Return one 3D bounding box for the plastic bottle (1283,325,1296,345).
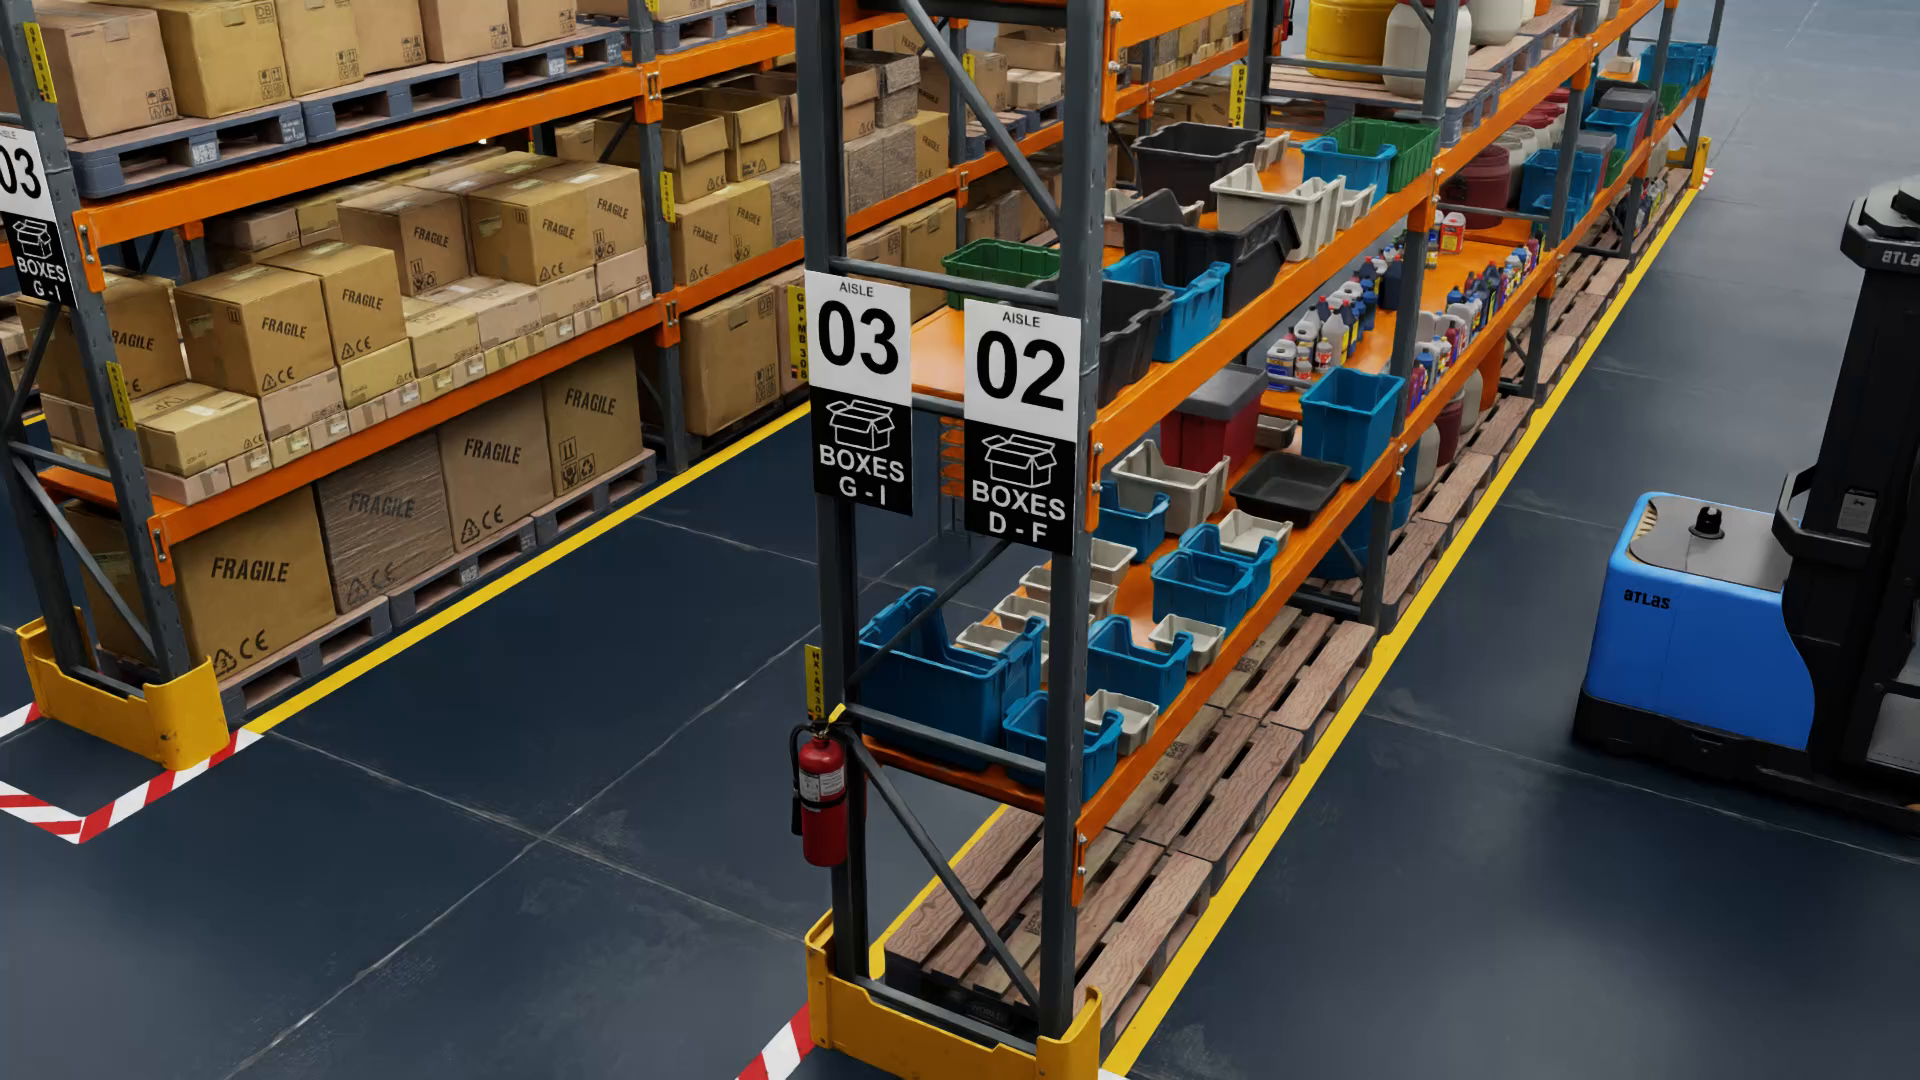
[{"bbox_3d":[1.917,-1.106,9.739,0.061,0.283,0.133,14,30,26],"label":"plastic bottle"}]

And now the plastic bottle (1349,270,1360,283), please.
[{"bbox_3d":[2.525,-1.588,10.701,0.061,0.283,0.133,14,30,26],"label":"plastic bottle"}]

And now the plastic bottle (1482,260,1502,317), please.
[{"bbox_3d":[3.394,-1.620,10.690,0.144,0.351,0.185,14,30,26],"label":"plastic bottle"}]

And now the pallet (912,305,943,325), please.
[{"bbox_3d":[-0.868,-1.945,14.400,1.003,0.211,1.213,14,30,26],"label":"pallet"}]

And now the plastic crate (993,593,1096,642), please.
[{"bbox_3d":[0.361,0.349,6.929,0.396,0.136,0.243,14,30,26],"label":"plastic crate"}]

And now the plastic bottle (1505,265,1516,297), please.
[{"bbox_3d":[3.645,-1.731,11.079,0.097,0.201,0.097,0,27,0],"label":"plastic bottle"}]

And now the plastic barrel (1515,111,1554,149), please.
[{"bbox_3d":[4.630,-3.233,13.705,0.433,0.535,0.433,0,27,0],"label":"plastic barrel"}]

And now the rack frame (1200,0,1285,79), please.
[{"bbox_3d":[3.521,-6.600,20.584,1.000,3.000,0.127,14,30,26],"label":"rack frame"}]

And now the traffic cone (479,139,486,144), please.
[{"bbox_3d":[-5.738,-4.965,20.151,0.336,0.463,0.334,14,30,26],"label":"traffic cone"}]

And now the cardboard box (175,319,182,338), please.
[{"bbox_3d":[-6.547,-1.740,13.592,0.380,0.149,0.250,15,30,27],"label":"cardboard box"}]

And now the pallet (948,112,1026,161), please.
[{"bbox_3d":[-0.156,-3.698,15.001,1.213,0.211,1.003,14,30,26],"label":"pallet"}]

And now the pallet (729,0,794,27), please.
[{"bbox_3d":[-1.232,-4.040,12.331,1.003,0.211,1.213,16,31,28],"label":"pallet"}]

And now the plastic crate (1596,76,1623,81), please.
[{"bbox_3d":[6.174,-4.375,16.306,0.499,0.251,0.616,14,30,26],"label":"plastic crate"}]

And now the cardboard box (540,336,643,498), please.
[{"bbox_3d":[-2.776,-0.922,11.145,0.875,0.875,0.875,14,30,26],"label":"cardboard box"}]

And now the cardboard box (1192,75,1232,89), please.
[{"bbox_3d":[3.199,-5.431,20.571,0.500,0.500,0.500,21,33,35],"label":"cardboard box"}]

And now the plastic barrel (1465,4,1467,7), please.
[{"bbox_3d":[2.637,-3.285,9.582,0.600,0.901,0.708,14,30,26],"label":"plastic barrel"}]

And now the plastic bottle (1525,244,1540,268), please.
[{"bbox_3d":[3.998,-2.011,11.637,0.097,0.201,0.097,0,27,0],"label":"plastic bottle"}]

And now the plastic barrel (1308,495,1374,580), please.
[{"bbox_3d":[2.213,-0.291,9.855,0.600,0.901,0.708,14,30,26],"label":"plastic barrel"}]

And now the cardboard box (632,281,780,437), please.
[{"bbox_3d":[-2.085,-1.415,12.131,1.225,0.875,0.875,14,30,26],"label":"cardboard box"}]

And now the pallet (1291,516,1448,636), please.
[{"bbox_3d":[2.346,0.122,10.270,1.003,0.211,1.213,14,30,26],"label":"pallet"}]

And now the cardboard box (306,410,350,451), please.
[{"bbox_3d":[-3.510,-0.620,8.919,0.380,0.149,0.250,14,30,25],"label":"cardboard box"}]

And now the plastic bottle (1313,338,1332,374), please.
[{"bbox_3d":[2.140,-1.091,9.801,0.097,0.201,0.097,0,27,0],"label":"plastic bottle"}]

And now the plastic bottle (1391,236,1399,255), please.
[{"bbox_3d":[2.957,-1.930,11.385,0.061,0.283,0.133,14,30,26],"label":"plastic bottle"}]

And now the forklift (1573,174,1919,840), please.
[{"bbox_3d":[4.724,-0.116,7.707,3.031,2.935,1.130,14,30,26],"label":"forklift"}]

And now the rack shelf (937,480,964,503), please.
[{"bbox_3d":[0.007,-0.288,10.620,0.258,0.103,0.180,14,30,26],"label":"rack shelf"}]

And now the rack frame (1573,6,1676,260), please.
[{"bbox_3d":[5.866,-3.951,15.292,1.000,3.000,0.127,14,30,26],"label":"rack frame"}]

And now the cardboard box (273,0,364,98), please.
[{"bbox_3d":[-3.547,-2.603,8.555,0.700,0.500,0.500,12,29,23],"label":"cardboard box"}]

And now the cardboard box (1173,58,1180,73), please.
[{"bbox_3d":[2.154,-5.145,17.957,0.380,0.149,0.250,14,30,26],"label":"cardboard box"}]

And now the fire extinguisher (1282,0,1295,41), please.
[{"bbox_3d":[3.979,-6.509,20.488,0.296,0.674,0.183,14,30,26],"label":"fire extinguisher"}]

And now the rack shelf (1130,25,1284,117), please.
[{"bbox_3d":[2.537,-5.499,19.188,1.077,0.370,4.000,14,30,26],"label":"rack shelf"}]

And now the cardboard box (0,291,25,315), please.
[{"bbox_3d":[-7.378,-1.835,13.117,0.380,0.149,0.250,13,30,25],"label":"cardboard box"}]

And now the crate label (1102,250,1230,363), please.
[{"bbox_3d":[0.698,-0.837,5.887,0.408,0.251,0.502,14,30,26],"label":"crate label"}]

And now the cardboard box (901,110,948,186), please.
[{"bbox_3d":[-0.441,-3.280,13.841,0.500,0.500,0.500,15,30,28],"label":"cardboard box"}]

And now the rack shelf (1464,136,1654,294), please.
[{"bbox_3d":[4.882,-2.850,13.896,1.077,0.370,4.000,14,30,26],"label":"rack shelf"}]

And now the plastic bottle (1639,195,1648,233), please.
[{"bbox_3d":[6.624,-3.186,16.232,0.144,0.351,0.185,15,30,27],"label":"plastic bottle"}]

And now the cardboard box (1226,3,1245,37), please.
[{"bbox_3d":[2.802,-6.163,19.267,0.875,0.500,0.500,14,30,26],"label":"cardboard box"}]

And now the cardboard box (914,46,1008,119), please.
[{"bbox_3d":[0.004,-4.174,15.156,0.700,0.500,0.500,19,32,33],"label":"cardboard box"}]

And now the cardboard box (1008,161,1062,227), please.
[{"bbox_3d":[0.707,-3.486,16.664,0.700,0.500,0.500,12,29,22],"label":"cardboard box"}]

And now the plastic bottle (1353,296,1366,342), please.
[{"bbox_3d":[2.454,-1.371,10.283,0.097,0.271,0.097,0,27,0],"label":"plastic bottle"}]

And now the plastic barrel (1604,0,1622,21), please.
[{"bbox_3d":[4.491,-4.230,11.938,0.600,0.901,0.600,0,27,0],"label":"plastic barrel"}]

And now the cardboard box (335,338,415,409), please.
[{"bbox_3d":[-3.378,-0.958,9.147,0.500,0.250,0.500,13,29,24],"label":"cardboard box"}]

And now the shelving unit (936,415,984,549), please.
[{"bbox_3d":[0.007,-0.542,10.493,0.258,1.200,0.189,14,30,26],"label":"shelving unit"}]

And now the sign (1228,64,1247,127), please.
[{"bbox_3d":[1.452,-2.300,8.633,0.100,0.325,0.005,14,30,26],"label":"sign"}]

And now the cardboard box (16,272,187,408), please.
[{"bbox_3d":[-4.339,-1.014,8.422,0.500,0.500,0.500,15,30,27],"label":"cardboard box"}]

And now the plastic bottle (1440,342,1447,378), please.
[{"bbox_3d":[2.798,-1.060,9.739,0.097,0.201,0.097,0,27,0],"label":"plastic bottle"}]

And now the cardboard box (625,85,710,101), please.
[{"bbox_3d":[-3.420,-4.718,18.868,1.050,0.750,0.750,14,30,26],"label":"cardboard box"}]

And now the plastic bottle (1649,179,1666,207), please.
[{"bbox_3d":[7.164,-3.584,17.110,0.152,0.276,0.135,14,30,26],"label":"plastic bottle"}]

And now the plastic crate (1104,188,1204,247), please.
[{"bbox_3d":[0.763,-1.358,7.055,0.437,0.136,0.530,14,30,26],"label":"plastic crate"}]

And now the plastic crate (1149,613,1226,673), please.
[{"bbox_3d":[0.934,0.422,6.784,0.250,0.136,0.298,14,30,26],"label":"plastic crate"}]

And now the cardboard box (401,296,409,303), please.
[{"bbox_3d":[-3.590,-1.278,9.787,0.500,0.250,0.500,14,30,26],"label":"cardboard box"}]

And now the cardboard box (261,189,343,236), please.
[{"bbox_3d":[-5.797,-2.899,14.675,0.500,0.250,0.500,15,30,27],"label":"cardboard box"}]

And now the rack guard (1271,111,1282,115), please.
[{"bbox_3d":[3.484,-5.453,21.085,1.175,0.500,0.348,14,30,26],"label":"rack guard"}]

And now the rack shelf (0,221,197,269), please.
[{"bbox_3d":[-7.634,-1.954,12.107,1.077,0.370,4.000,14,30,26],"label":"rack shelf"}]

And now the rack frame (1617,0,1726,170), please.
[{"bbox_3d":[7.833,-5.510,18.406,1.000,3.000,0.127,14,30,26],"label":"rack frame"}]

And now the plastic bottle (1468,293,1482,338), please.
[{"bbox_3d":[3.188,-1.400,10.340,0.097,0.271,0.097,0,27,0],"label":"plastic bottle"}]

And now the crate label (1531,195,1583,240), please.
[{"bbox_3d":[4.431,-2.399,12.378,0.303,0.233,0.416,14,30,26],"label":"crate label"}]

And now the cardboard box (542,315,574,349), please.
[{"bbox_3d":[-2.626,-1.320,10.316,0.380,0.149,0.250,15,30,27],"label":"cardboard box"}]
